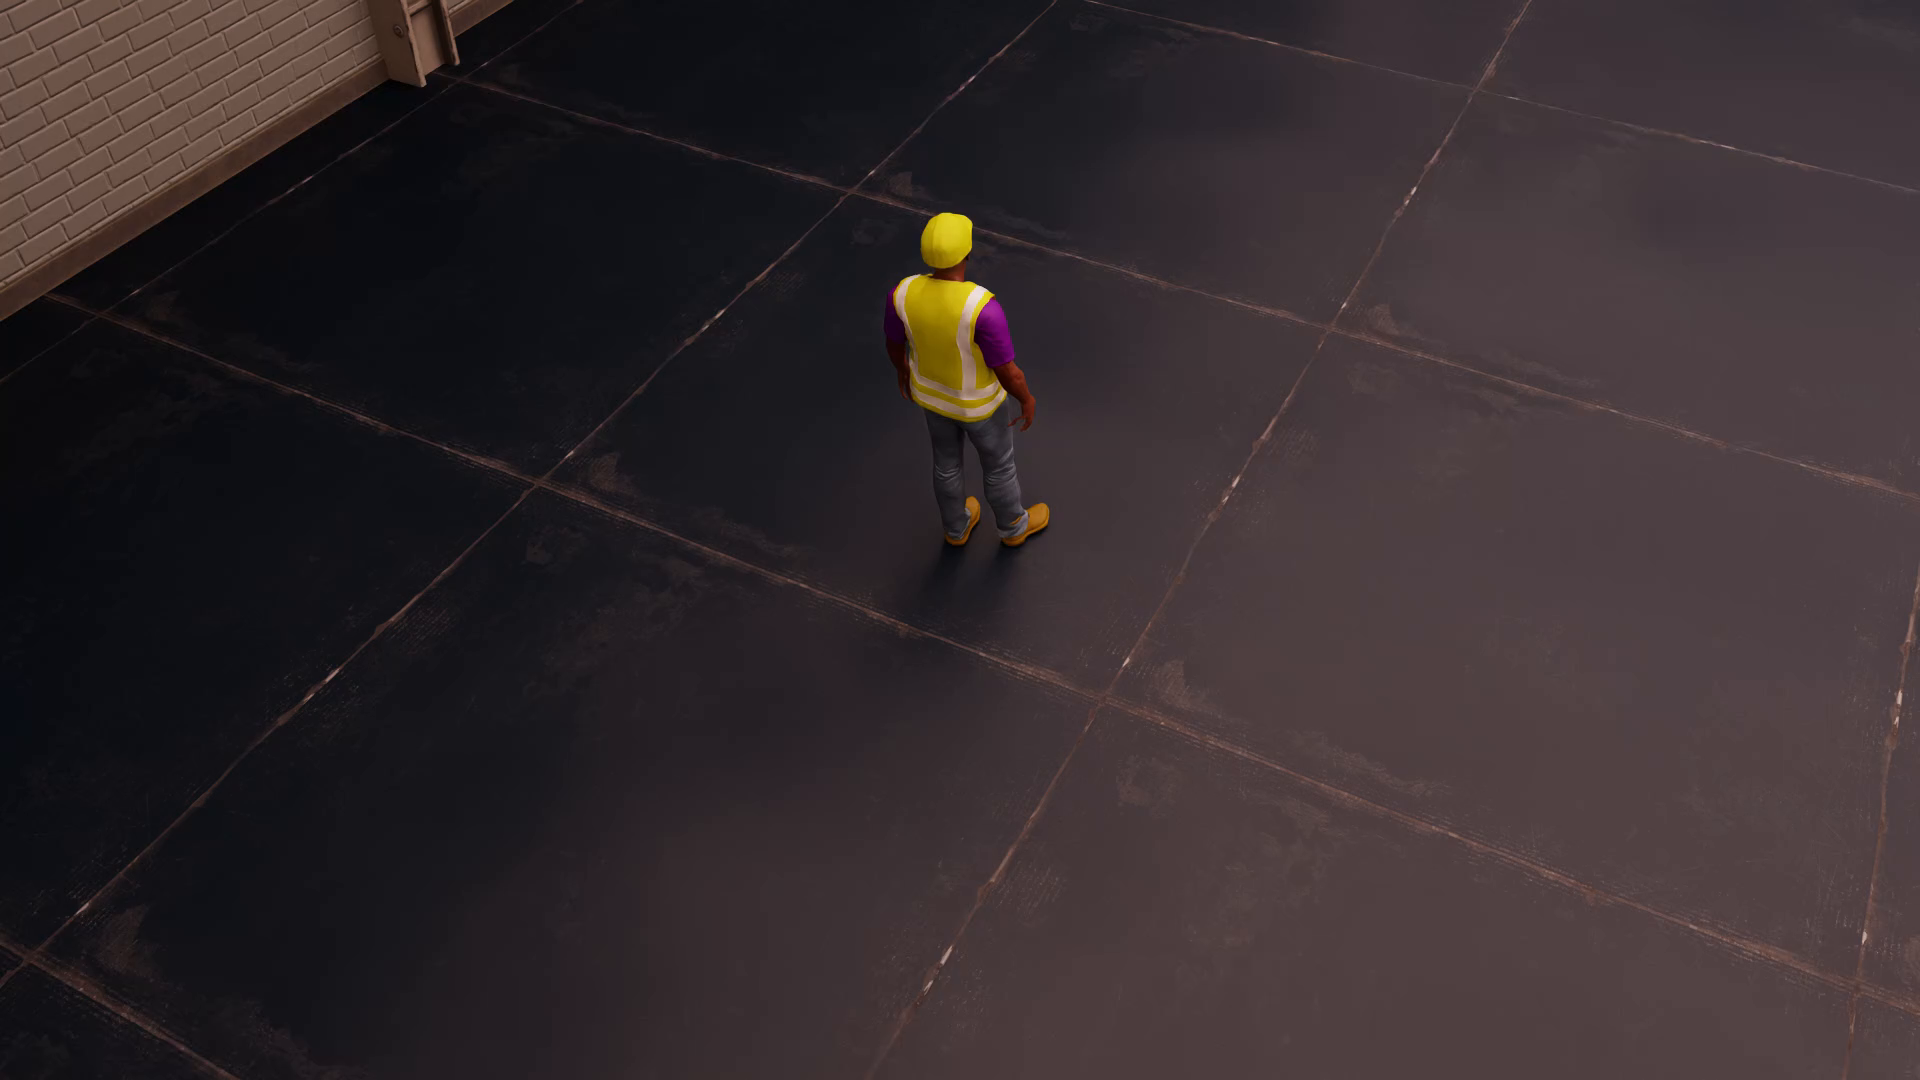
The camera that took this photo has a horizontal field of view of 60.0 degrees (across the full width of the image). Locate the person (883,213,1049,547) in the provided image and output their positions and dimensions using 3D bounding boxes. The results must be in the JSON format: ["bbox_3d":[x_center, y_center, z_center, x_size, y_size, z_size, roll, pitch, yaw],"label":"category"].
[{"bbox_3d":[0.038,-0.688,7.223,0.665,1.765,0.576,20,47,20],"label":"person"}]
